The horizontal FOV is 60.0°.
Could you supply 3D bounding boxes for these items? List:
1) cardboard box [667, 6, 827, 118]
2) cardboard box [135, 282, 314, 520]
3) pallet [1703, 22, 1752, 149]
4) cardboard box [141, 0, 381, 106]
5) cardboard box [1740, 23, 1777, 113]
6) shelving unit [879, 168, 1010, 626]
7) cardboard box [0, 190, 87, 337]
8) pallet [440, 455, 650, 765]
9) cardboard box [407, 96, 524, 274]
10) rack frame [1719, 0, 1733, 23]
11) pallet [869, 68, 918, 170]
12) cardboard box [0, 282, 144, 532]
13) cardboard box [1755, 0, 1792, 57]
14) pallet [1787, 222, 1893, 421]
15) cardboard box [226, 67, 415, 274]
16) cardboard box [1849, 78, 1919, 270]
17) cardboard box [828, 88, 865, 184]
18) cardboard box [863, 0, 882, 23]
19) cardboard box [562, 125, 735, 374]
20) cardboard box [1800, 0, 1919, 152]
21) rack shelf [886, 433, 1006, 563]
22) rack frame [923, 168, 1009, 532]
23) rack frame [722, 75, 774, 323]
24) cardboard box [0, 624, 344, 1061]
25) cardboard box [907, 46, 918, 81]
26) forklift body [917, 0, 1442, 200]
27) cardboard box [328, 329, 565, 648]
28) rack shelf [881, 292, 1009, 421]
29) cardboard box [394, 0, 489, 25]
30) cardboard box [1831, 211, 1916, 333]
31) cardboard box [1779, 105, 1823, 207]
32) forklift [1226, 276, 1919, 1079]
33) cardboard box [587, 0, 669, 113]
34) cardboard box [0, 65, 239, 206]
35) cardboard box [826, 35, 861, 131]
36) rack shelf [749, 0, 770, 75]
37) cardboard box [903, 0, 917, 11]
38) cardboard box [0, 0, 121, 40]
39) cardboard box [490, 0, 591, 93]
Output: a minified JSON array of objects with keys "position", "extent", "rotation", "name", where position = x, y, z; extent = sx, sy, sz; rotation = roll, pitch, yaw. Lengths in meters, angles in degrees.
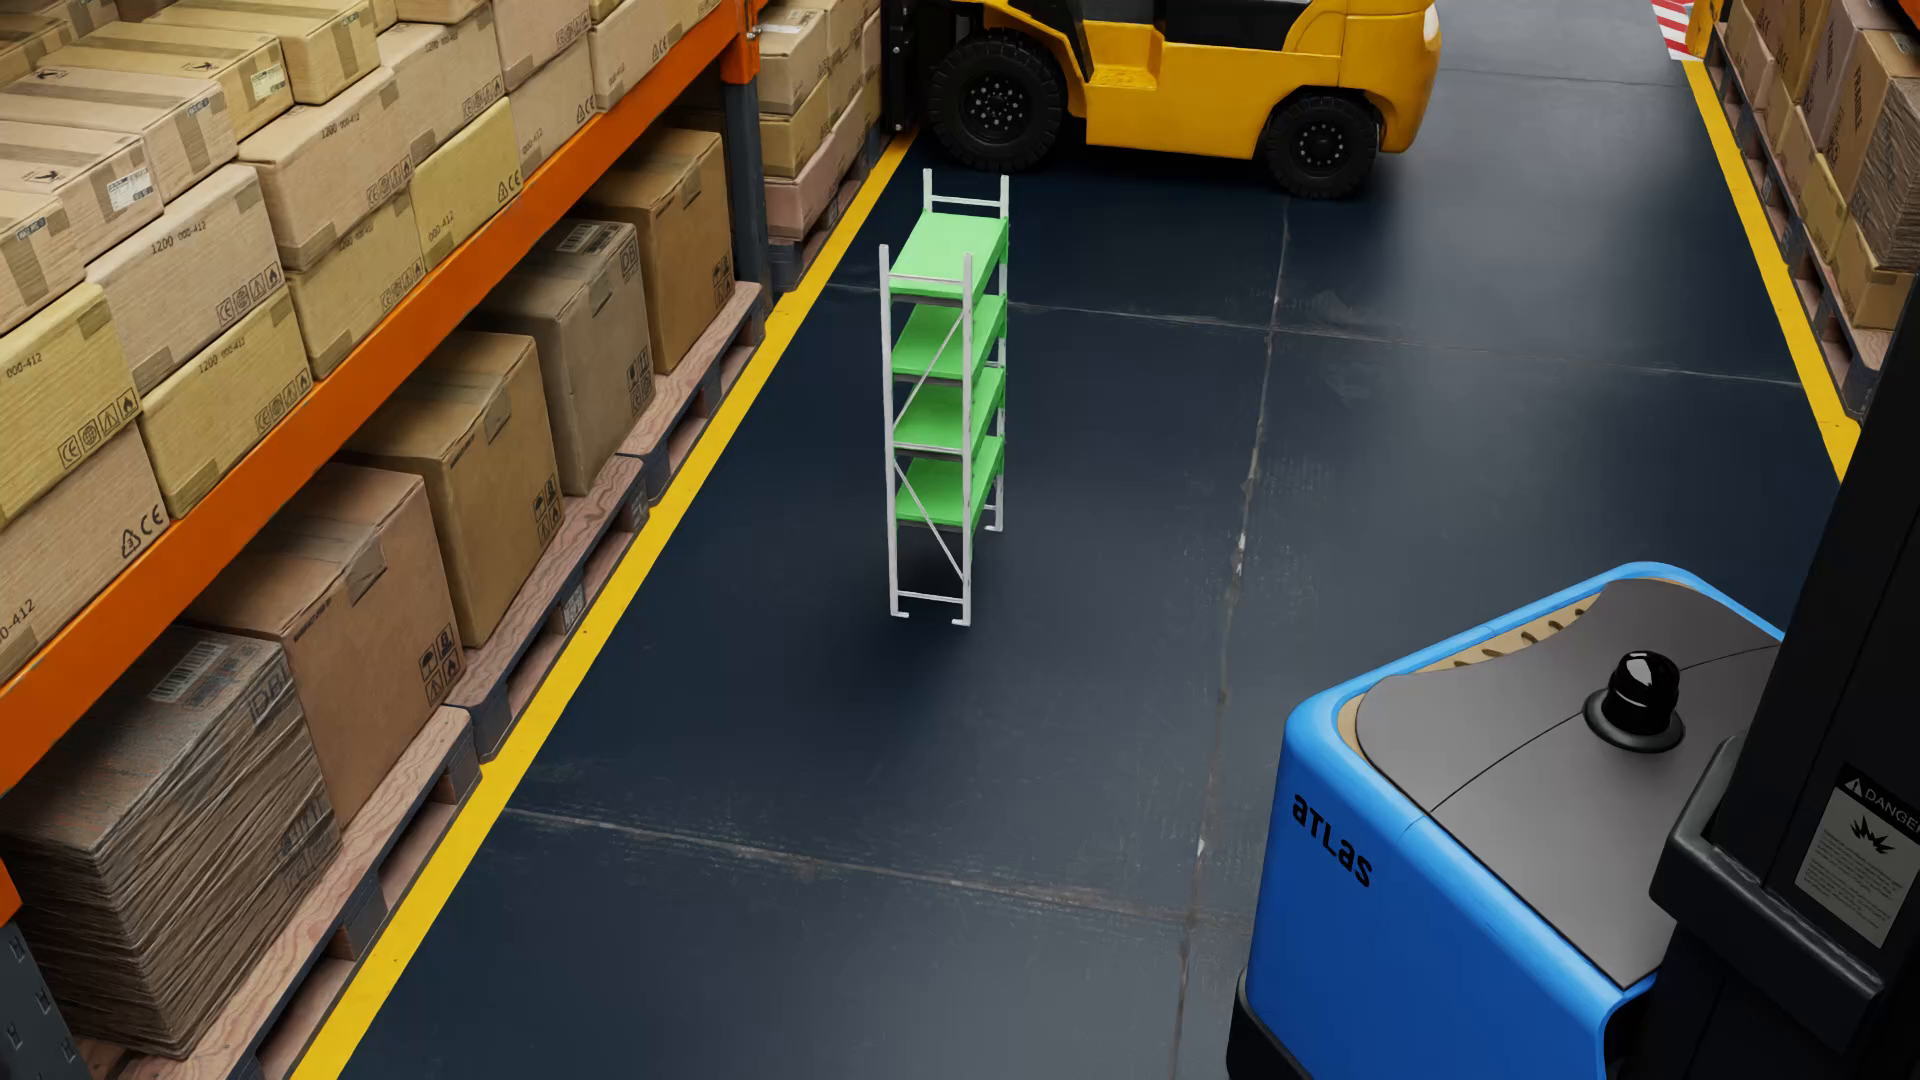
[{"position":[-0.820,-1.847,6.375],"extent":[0.500,0.250,0.500],"rotation":[7,36,9],"name":"cardboard box"},{"position":[-1.638,-0.305,3.242],"extent":[0.500,0.250,0.500],"rotation":[7,36,9],"name":"cardboard box"},{"position":[4.251,-2.186,8.087],"extent":[1.003,0.211,1.213],"rotation":[7,37,10],"name":"pallet"},{"position":[-1.463,-1.044,3.497],"extent":[0.380,0.149,0.250],"rotation":[8,37,11],"name":"cardboard box"},{"position":[3.916,-2.158,7.656],"extent":[0.500,0.250,0.500],"rotation":[9,37,12],"name":"cardboard box"},{"position":[-0.035,-0.391,4.767],"extent":[0.258,1.200,0.503],"rotation":[7,37,10],"name":"shelving unit"},{"position":[-1.672,-0.456,2.685],"extent":[0.380,0.149,0.250],"rotation":[8,37,11],"name":"cardboard box"},{"position":[-1.607,0.111,4.917],"extent":[1.003,0.211,1.213],"rotation":[7,37,10],"name":"pallet"},{"position":[-1.422,-0.898,4.061],"extent":[0.500,0.250,0.500],"rotation":[8,37,11],"name":"cardboard box"},{"position":[4.475,-3.820,7.965],"extent":[1.000,3.000,0.127],"rotation":[7,37,10],"name":"rack frame"},{"position":[-0.760,-2.170,8.065],"extent":[1.003,0.211,1.213],"rotation":[7,37,10],"name":"pallet"},{"position":[-1.726,-0.216,2.694],"extent":[0.500,0.250,0.500],"rotation":[7,37,10],"name":"cardboard box"},{"position":[3.921,-2.439,7.405],"extent":[0.500,0.500,0.500],"rotation":[6,36,8],"name":"cardboard box"},{"position":[3.729,-0.787,6.157],"extent":[1.003,0.211,1.213],"rotation":[7,37,10],"name":"pallet"},{"position":[-1.513,-0.804,3.505],"extent":[0.500,0.250,0.500],"rotation":[6,36,9],"name":"cardboard box"},{"position":[3.485,-1.260,5.779],"extent":[0.500,0.500,0.500],"rotation":[7,36,9],"name":"cardboard box"},{"position":[-0.709,-1.733,7.070],"extent":[0.500,0.250,0.500],"rotation":[7,36,9],"name":"cardboard box"},{"position":[-0.605,-2.425,7.173],"extent":[0.500,0.250,0.500],"rotation":[9,37,12],"name":"cardboard box"},{"position":[-1.330,-1.055,5.815],"extent":[0.875,0.625,0.625],"rotation":[9,37,12],"name":"cardboard box"},{"position":[3.700,-1.845,6.585],"extent":[0.500,0.500,0.500],"rotation":[9,37,12],"name":"cardboard box"},{"position":[-0.035,-0.145,4.945],"extent":[0.258,0.148,0.480],"rotation":[7,37,10],"name":"rack shelf"},{"position":[0.017,-0.531,4.960],"extent":[0.240,1.200,0.015],"rotation":[7,37,10],"name":"rack frame"},{"position":[-1.229,-2.147,5.656],"extent":[1.000,3.000,0.127],"rotation":[7,37,10],"name":"rack frame"},{"position":[-1.937,0.582,3.557],"extent":[0.875,0.625,0.625],"rotation":[8,37,11],"name":"cardboard box"},{"position":[-0.487,-2.318,7.877],"extent":[0.500,0.250,0.500],"rotation":[8,37,11],"name":"cardboard box"},{"position":[1.002,-2.781,7.254],"extent":[2.313,2.155,1.214],"rotation":[7,37,10],"name":"forklift body"},{"position":[-1.662,-0.180,4.608],"extent":[0.875,0.625,0.625],"rotation":[6,36,8],"name":"cardboard box"},{"position":[-0.035,-0.534,4.664],"extent":[0.258,0.148,0.480],"rotation":[7,37,10],"name":"rack shelf"},{"position":[-1.310,-1.329,3.889],"extent":[0.380,0.149,0.250],"rotation":[6,36,9],"name":"cardboard box"},{"position":[3.484,-0.956,5.999],"extent":[0.500,0.250,0.500],"rotation":[9,37,12],"name":"cardboard box"},{"position":[3.701,-1.554,6.823],"extent":[0.500,0.250,0.500],"rotation":[8,37,11],"name":"cardboard box"},{"position":[1.741,0.594,1.933],"extent":[1.130,2.935,3.031],"rotation":[-19,40,-24],"name":"forklift"},{"position":[-1.183,-1.476,4.858],"extent":[0.500,0.250,0.500],"rotation":[7,37,10],"name":"cardboard box"},{"position":[-1.599,-0.758,3.102],"extent":[0.380,0.149,0.250],"rotation":[8,37,10],"name":"cardboard box"},{"position":[-0.719,-1.934,6.921],"extent":[0.500,0.250,0.500],"rotation":[7,37,10],"name":"cardboard box"},{"position":[-0.802,-3.002,7.450],"extent":[1.077,0.370,4.000],"rotation":[7,37,10],"name":"rack shelf"},{"position":[-0.491,-2.510,7.716],"extent":[0.500,0.250,0.500],"rotation":[7,37,10],"name":"cardboard box"},{"position":[-2.063,-1.117,3.597],"extent":[0.380,0.149,0.250],"rotation":[7,36,9],"name":"cardboard box"},{"position":[-1.302,-1.387,4.310],"extent":[0.500,0.250,0.500],"rotation":[8,37,11],"name":"cardboard box"}]
